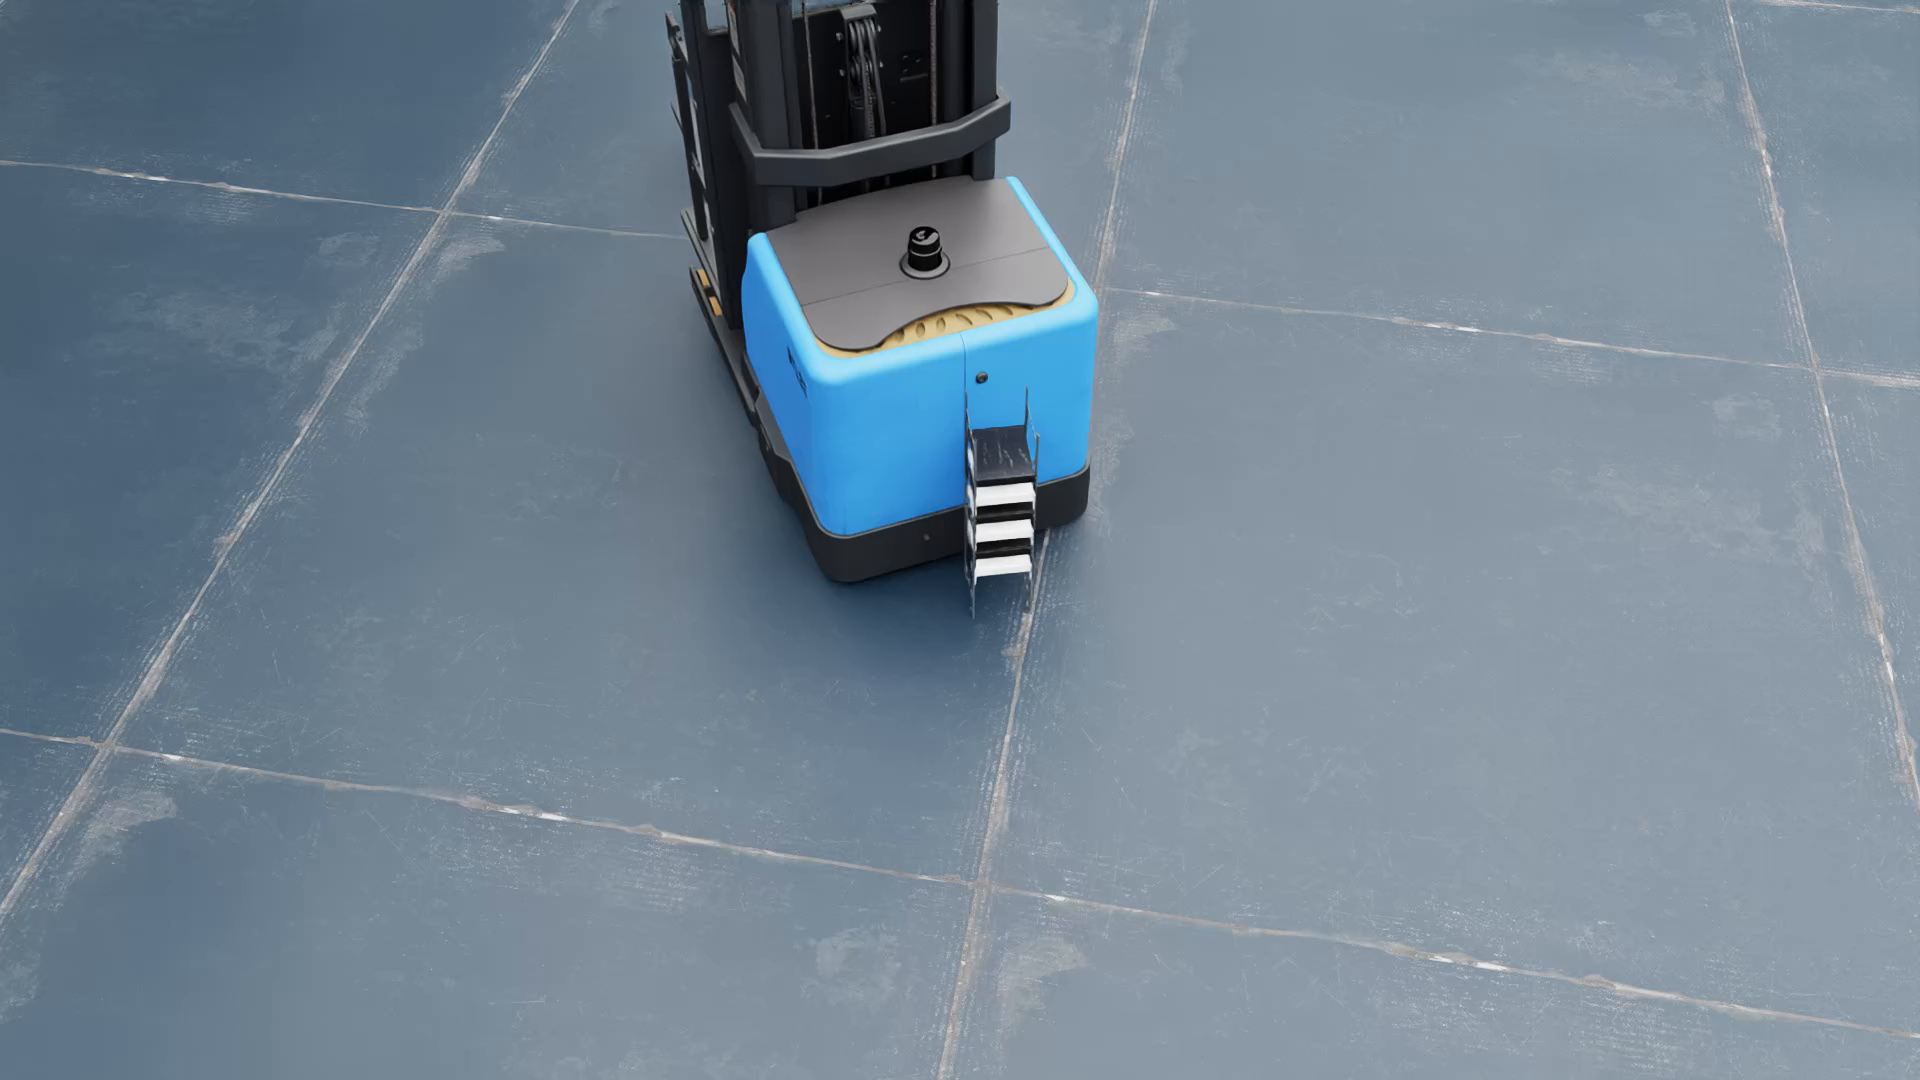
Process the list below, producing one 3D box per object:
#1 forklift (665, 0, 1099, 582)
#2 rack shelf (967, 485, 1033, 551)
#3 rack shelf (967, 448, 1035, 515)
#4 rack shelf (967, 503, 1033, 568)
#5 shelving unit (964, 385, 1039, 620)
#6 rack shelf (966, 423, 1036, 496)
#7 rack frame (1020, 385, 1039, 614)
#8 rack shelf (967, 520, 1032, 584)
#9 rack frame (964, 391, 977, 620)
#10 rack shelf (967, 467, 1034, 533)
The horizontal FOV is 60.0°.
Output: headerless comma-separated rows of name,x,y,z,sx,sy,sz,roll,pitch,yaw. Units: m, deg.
forklift,-0.510,-1.947,6.029,1.130,2.935,3.031,-16,50,-14
rack shelf,0.135,-0.090,5.770,0.200,0.077,0.258,-6,48,-5
rack shelf,0.135,-0.210,5.636,0.200,0.077,0.258,-6,48,-5
rack shelf,0.135,-0.030,5.837,0.200,0.077,0.258,-6,48,-5
shelving unit,0.135,-0.112,5.745,0.210,0.900,0.258,-6,48,-5
rack shelf,0.135,-0.270,5.569,0.200,0.077,0.258,-6,48,-5
rack frame,0.236,-0.122,5.754,0.006,0.900,0.240,-6,48,-5
rack shelf,0.135,0.030,5.904,0.200,0.077,0.258,-6,48,-5
rack frame,0.034,-0.103,5.736,0.006,0.900,0.240,-6,48,-5
rack shelf,0.135,-0.150,5.703,0.200,0.077,0.258,-6,48,-5
